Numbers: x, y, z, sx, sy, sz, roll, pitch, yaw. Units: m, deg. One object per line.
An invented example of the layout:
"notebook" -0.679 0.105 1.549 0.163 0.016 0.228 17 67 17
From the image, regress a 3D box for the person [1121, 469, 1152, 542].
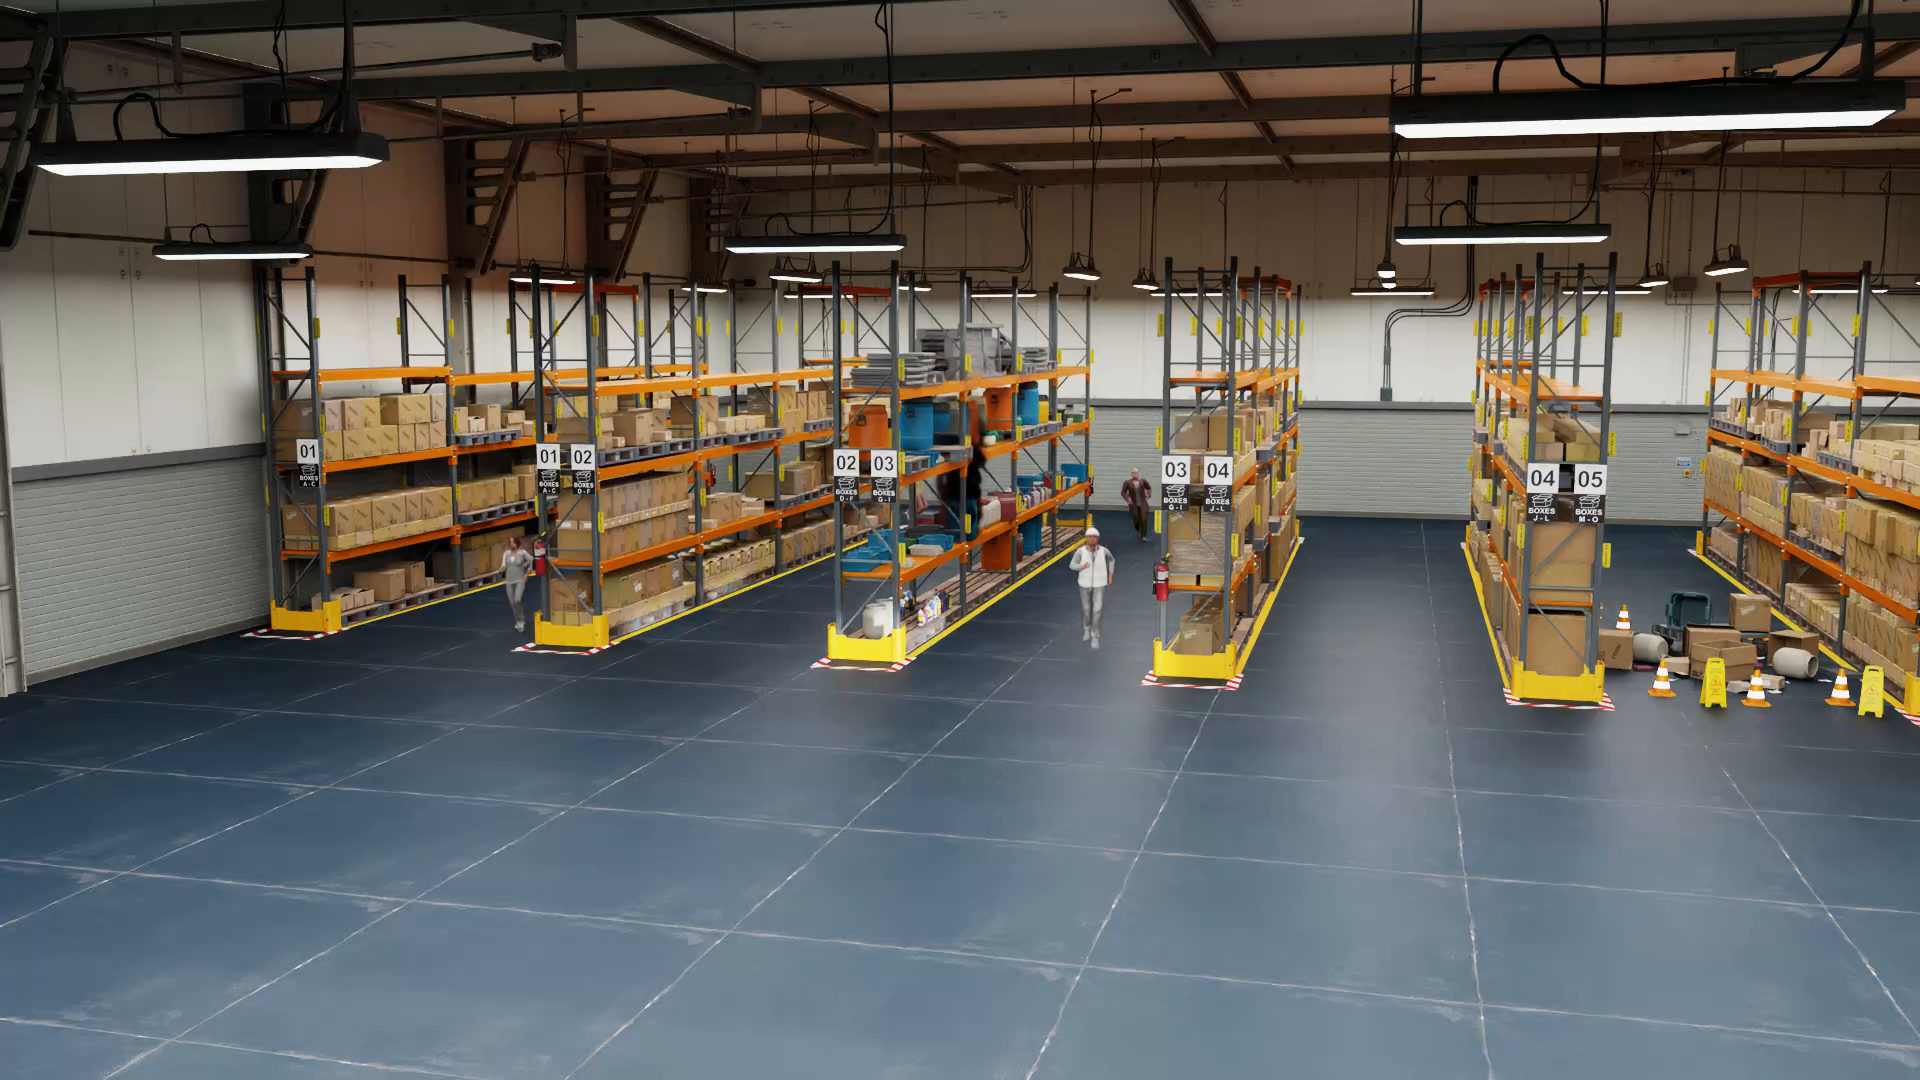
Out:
"person" 4.186 -0.836 39.393 0.738 1.718 0.696 0 7 -3

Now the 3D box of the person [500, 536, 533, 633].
"person" -7.341 0.732 27.480 0.517 1.601 0.633 1 7 7

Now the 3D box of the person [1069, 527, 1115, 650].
"person" 2.011 0.704 25.347 0.691 1.798 0.881 1 7 5

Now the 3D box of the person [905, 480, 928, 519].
"person" -1.145 -1.170 42.550 0.551 1.596 0.584 4 8 31
